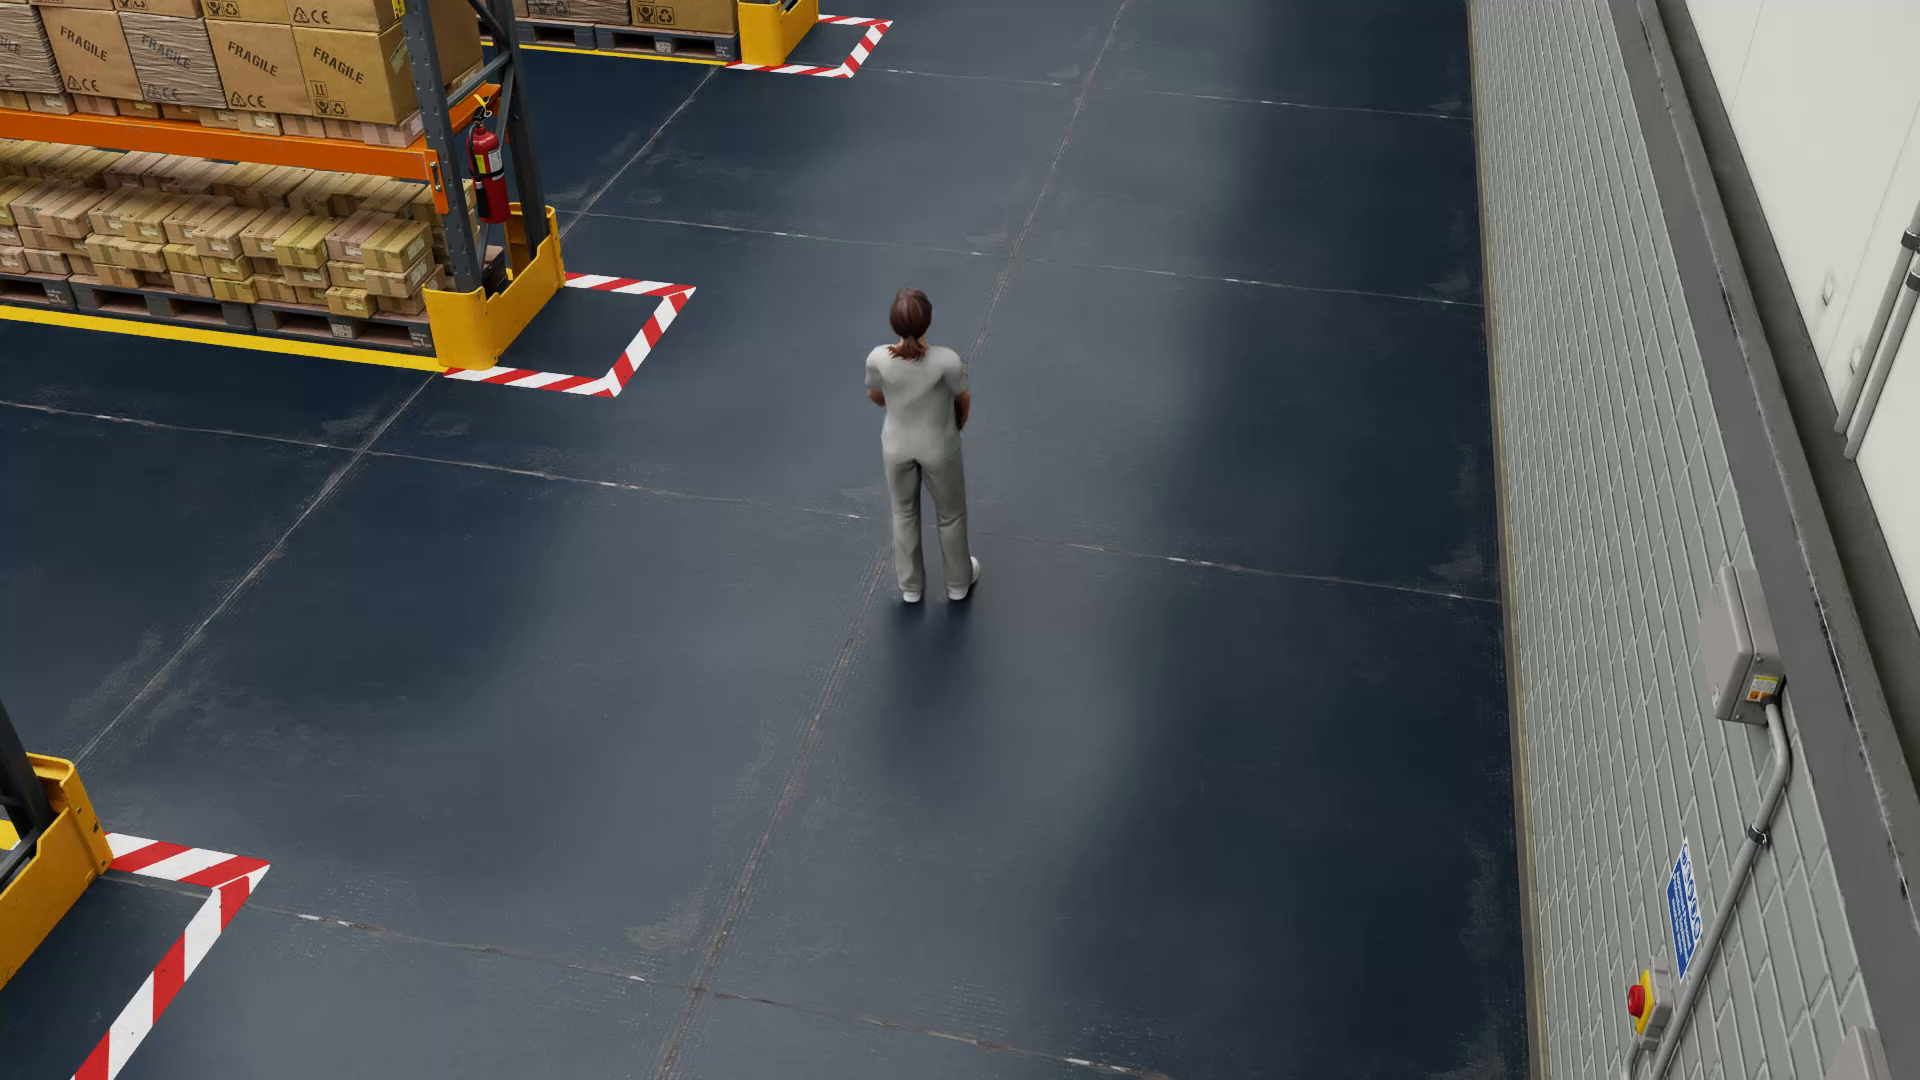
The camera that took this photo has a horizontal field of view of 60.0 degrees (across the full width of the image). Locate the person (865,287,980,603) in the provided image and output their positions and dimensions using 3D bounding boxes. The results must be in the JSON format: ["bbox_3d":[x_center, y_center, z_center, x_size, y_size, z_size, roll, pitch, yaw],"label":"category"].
[{"bbox_3d":[-0.172,-0.432,7.541,0.480,1.677,0.497,7,37,9],"label":"person"}]
